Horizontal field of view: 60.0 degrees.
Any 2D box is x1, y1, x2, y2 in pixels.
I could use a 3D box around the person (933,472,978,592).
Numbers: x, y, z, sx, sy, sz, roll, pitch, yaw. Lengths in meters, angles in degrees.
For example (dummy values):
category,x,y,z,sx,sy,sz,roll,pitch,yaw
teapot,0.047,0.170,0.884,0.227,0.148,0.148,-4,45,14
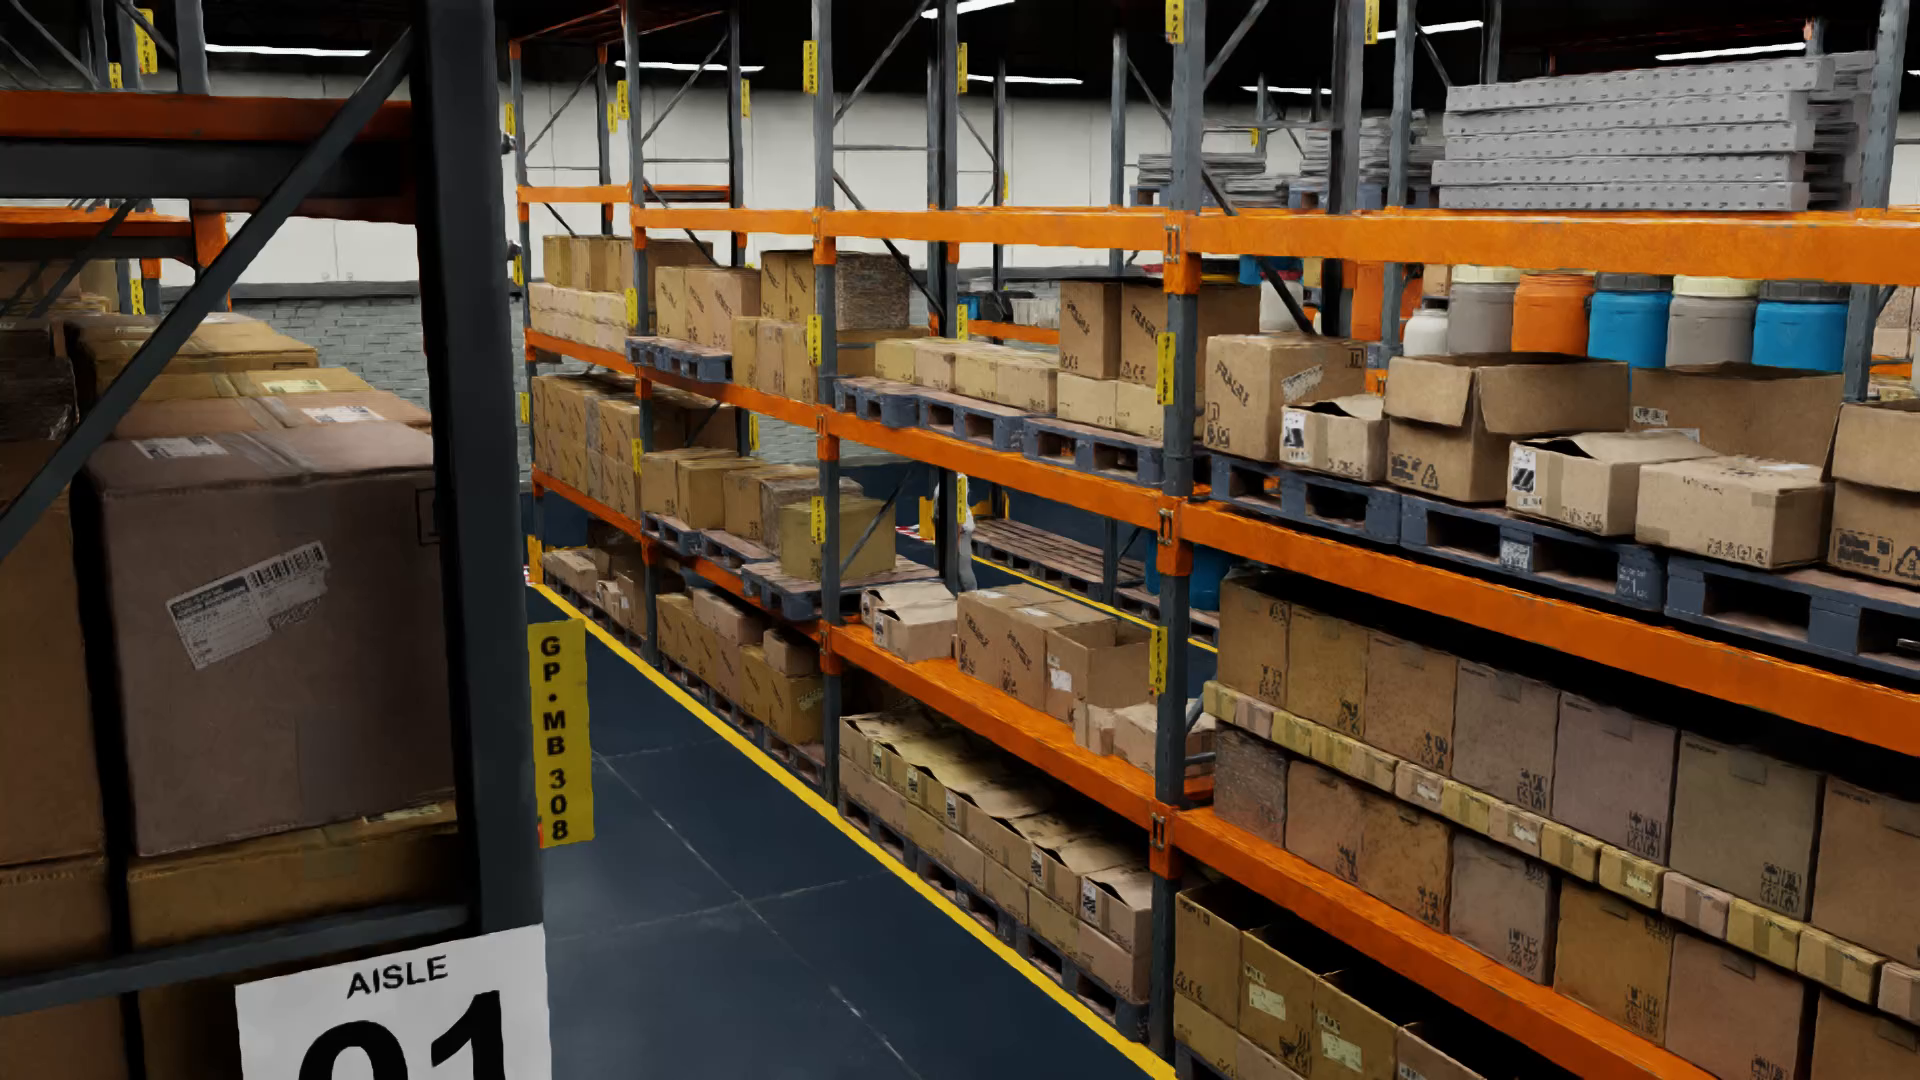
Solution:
category,x,y,z,sx,sy,sz,roll,pitch,yaw
person,-0.130,-0.096,16.769,0.583,1.752,0.672,-4,12,-18
